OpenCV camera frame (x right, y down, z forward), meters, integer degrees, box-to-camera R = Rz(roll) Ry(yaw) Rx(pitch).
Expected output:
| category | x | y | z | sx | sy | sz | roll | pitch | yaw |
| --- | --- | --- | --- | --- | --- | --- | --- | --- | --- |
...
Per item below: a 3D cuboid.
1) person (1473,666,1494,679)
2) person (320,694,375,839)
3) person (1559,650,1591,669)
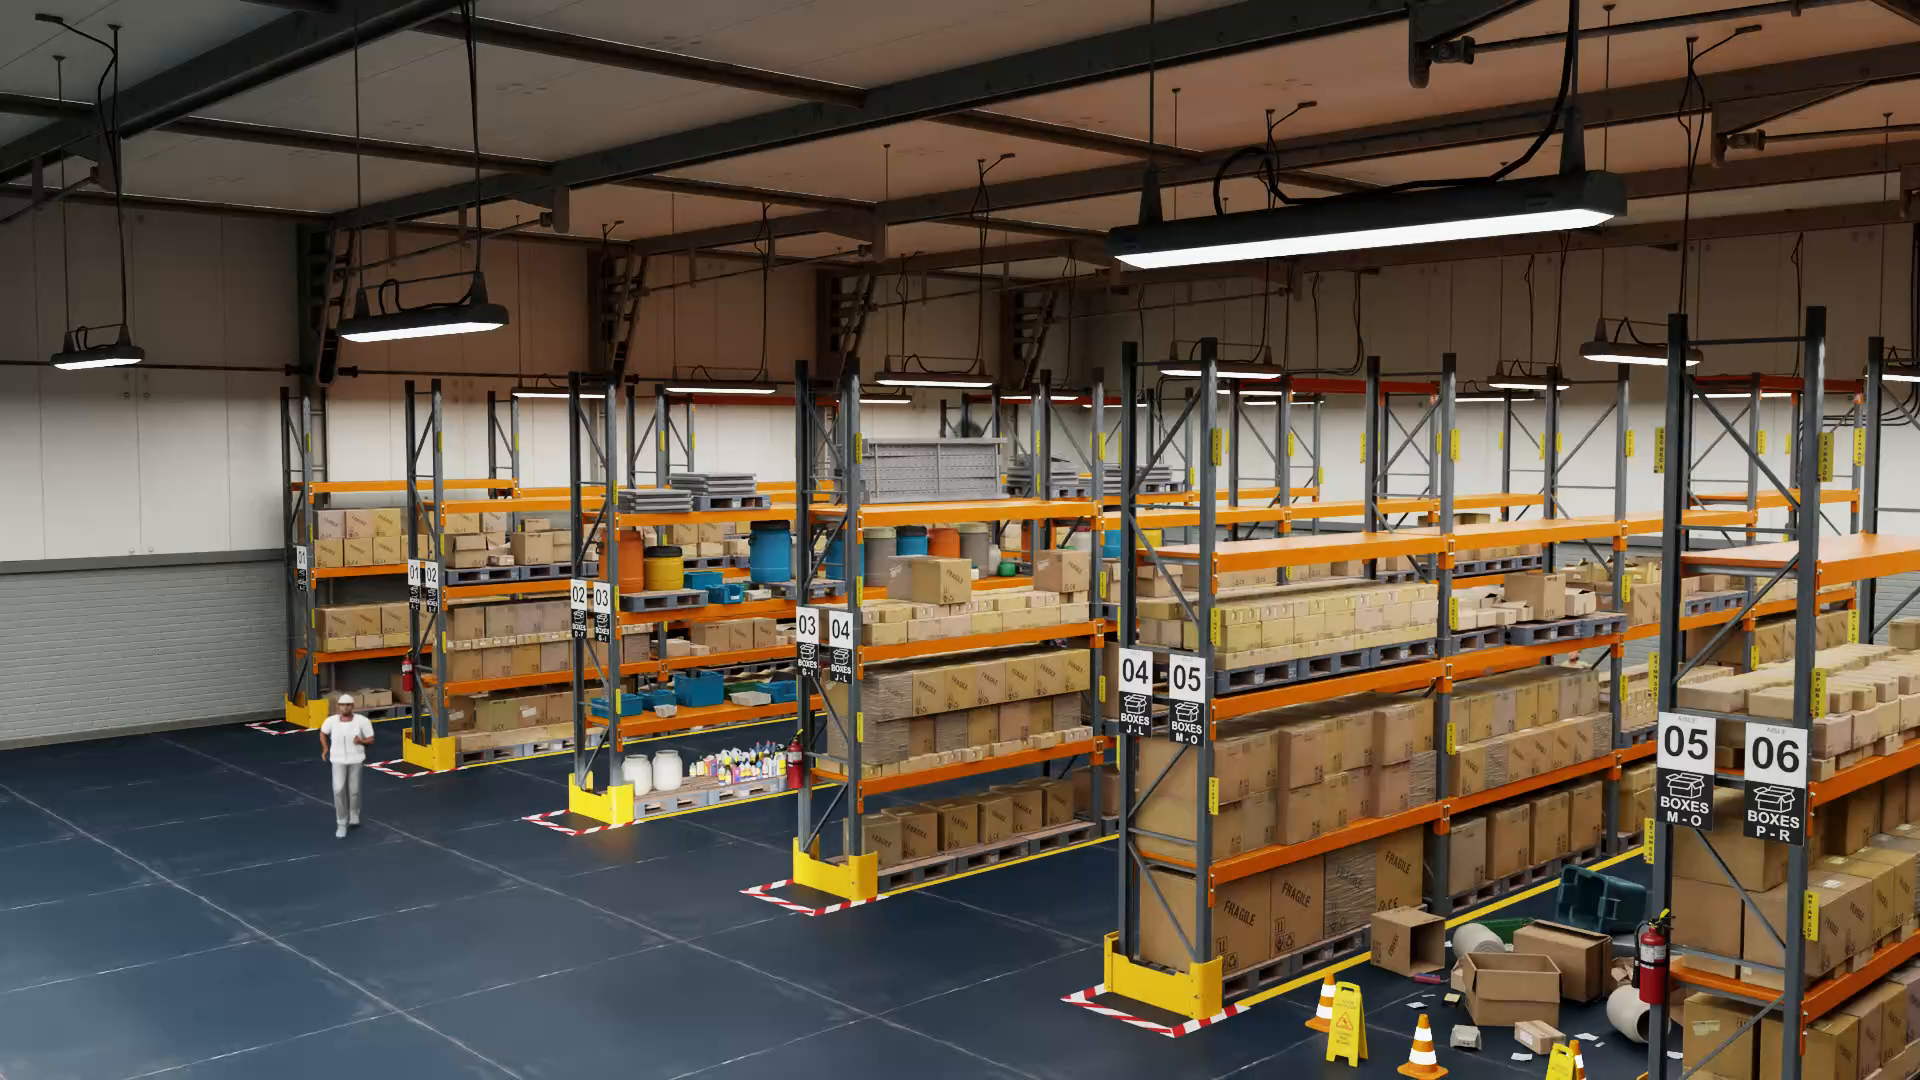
| category | x | y | z | sx | sy | sz | roll | pitch | yaw |
| --- | --- | --- | --- | --- | --- | --- | --- | --- | --- |
| person | 7.918 | 2.685 | 25.156 | 0.677 | 1.715 | 1.007 | 3 | 5 | 40 |
| person | -7.941 | 2.900 | 21.564 | 0.678 | 1.820 | 0.738 | -1 | 4 | -17 |
| person | 10.071 | 2.602 | 27.327 | 0.605 | 1.716 | 0.763 | 3 | 5 | 38 |
